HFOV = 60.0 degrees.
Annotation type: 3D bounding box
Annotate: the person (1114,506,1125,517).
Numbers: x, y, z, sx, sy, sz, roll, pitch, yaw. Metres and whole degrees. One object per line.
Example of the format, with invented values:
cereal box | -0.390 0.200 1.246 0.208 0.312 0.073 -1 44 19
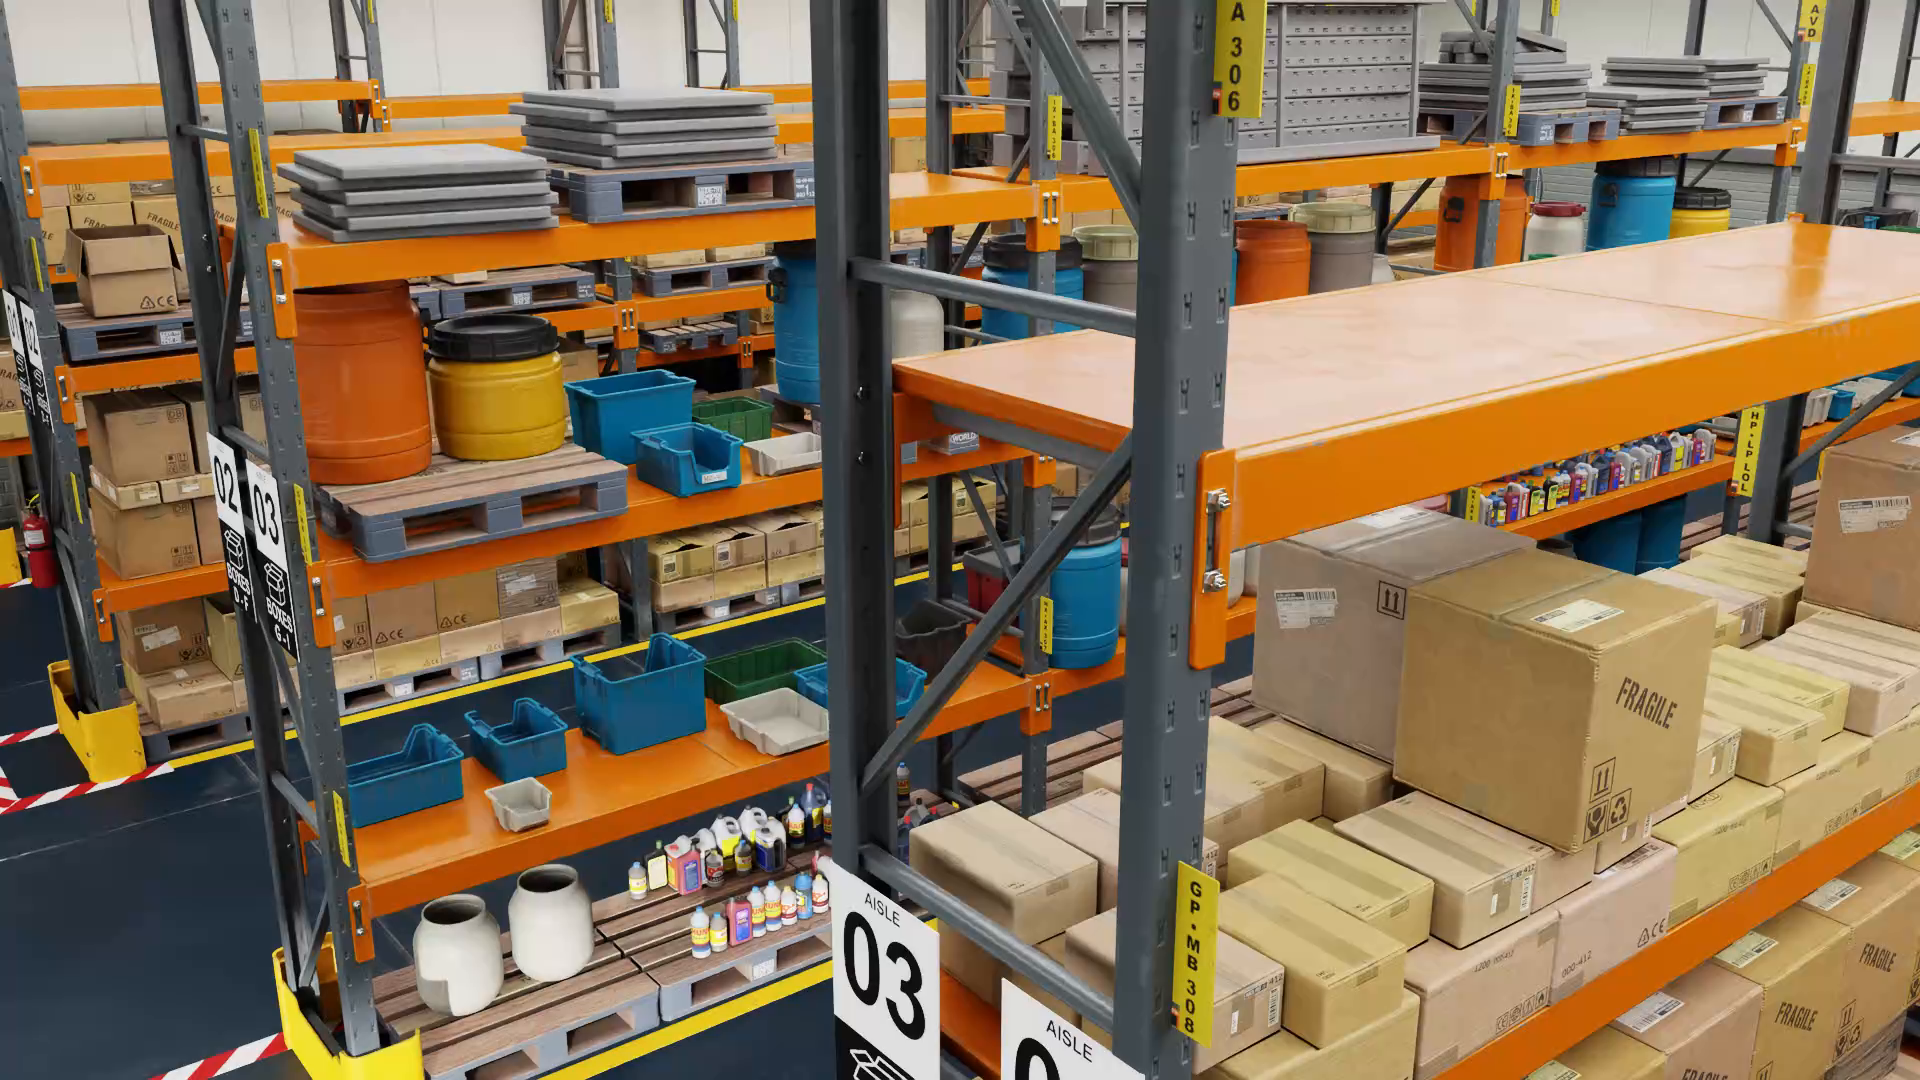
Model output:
person | 1.109 0.182 14.225 0.825 0.964 0.495 -14 22 -36
